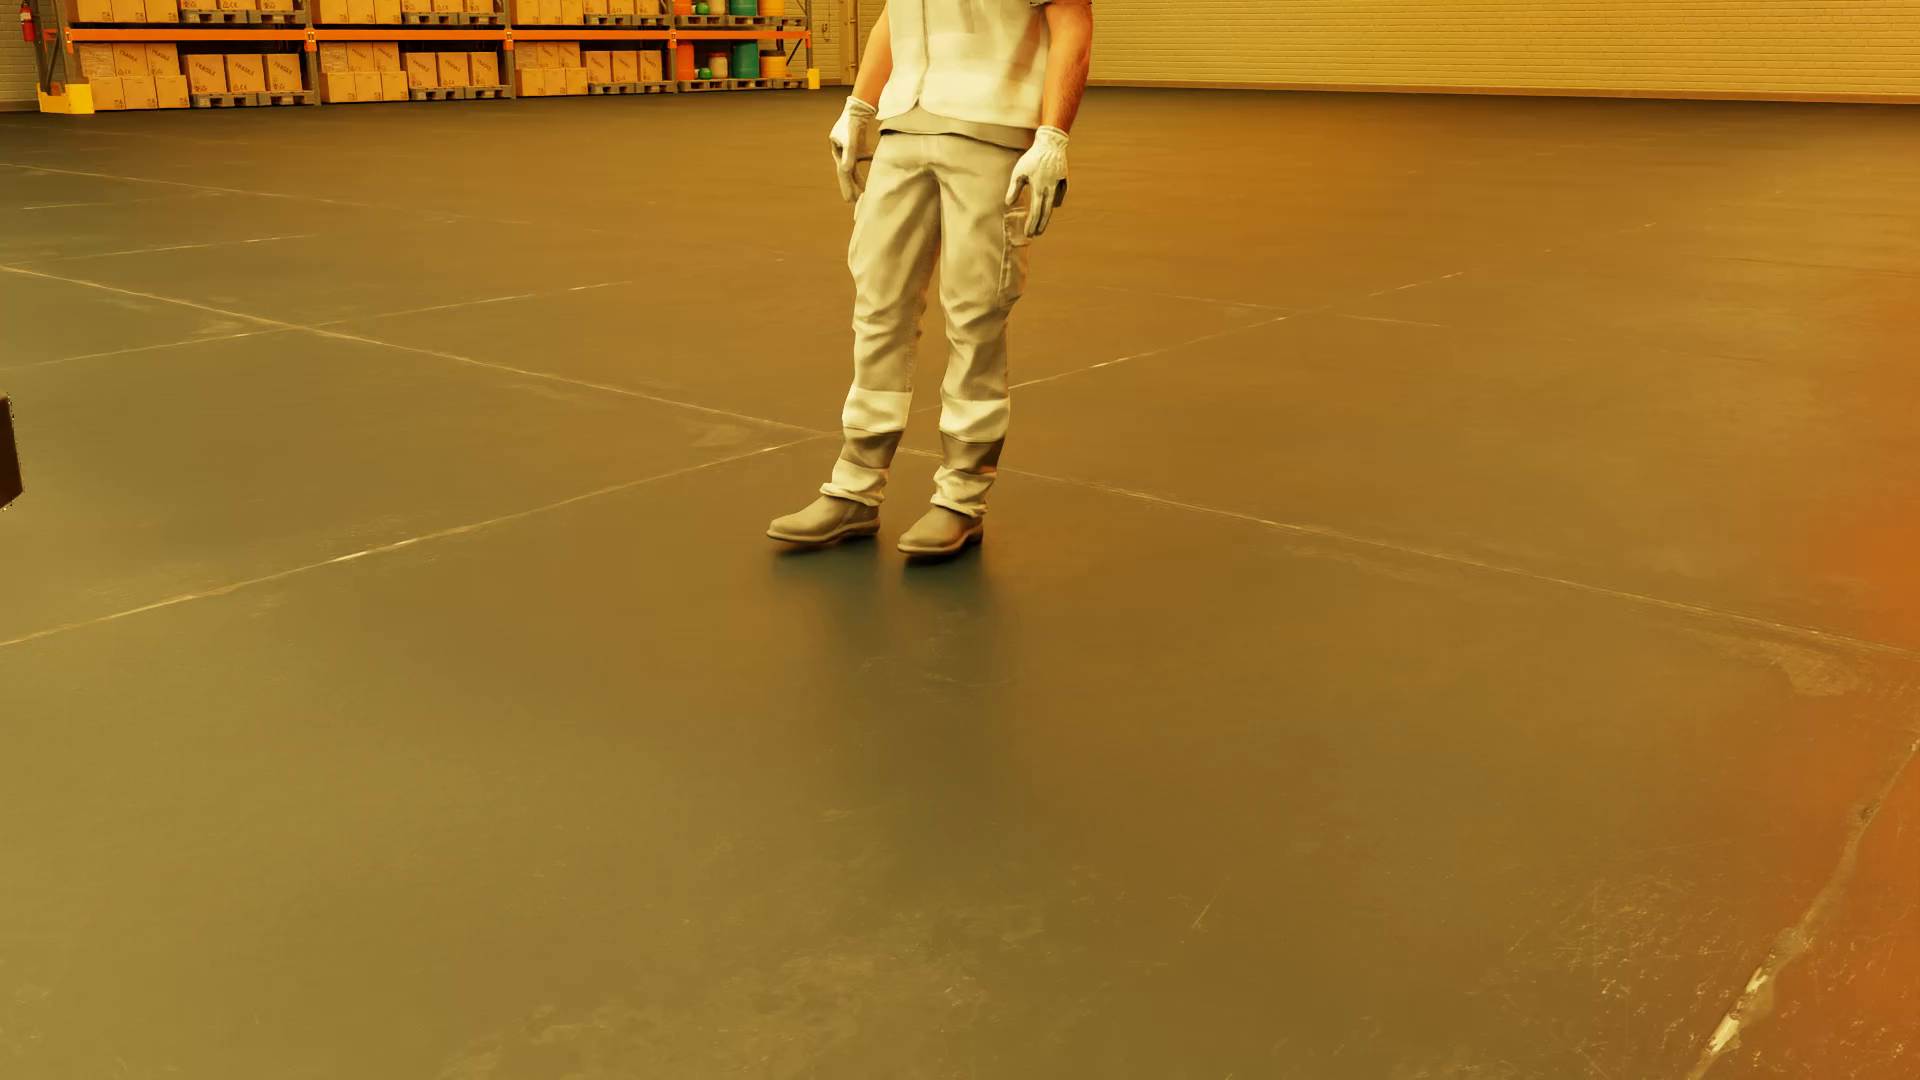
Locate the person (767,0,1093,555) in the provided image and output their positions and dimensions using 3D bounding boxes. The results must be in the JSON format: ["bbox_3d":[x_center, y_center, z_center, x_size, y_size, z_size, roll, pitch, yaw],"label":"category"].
[{"bbox_3d":[-0.060,-0.847,3.627,0.638,1.789,0.562,13,21,37],"label":"person"}]

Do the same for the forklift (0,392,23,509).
[{"bbox_3d":[-3.712,-1.249,3.009,3.031,2.935,1.130,-3,17,-10],"label":"forklift"}]
